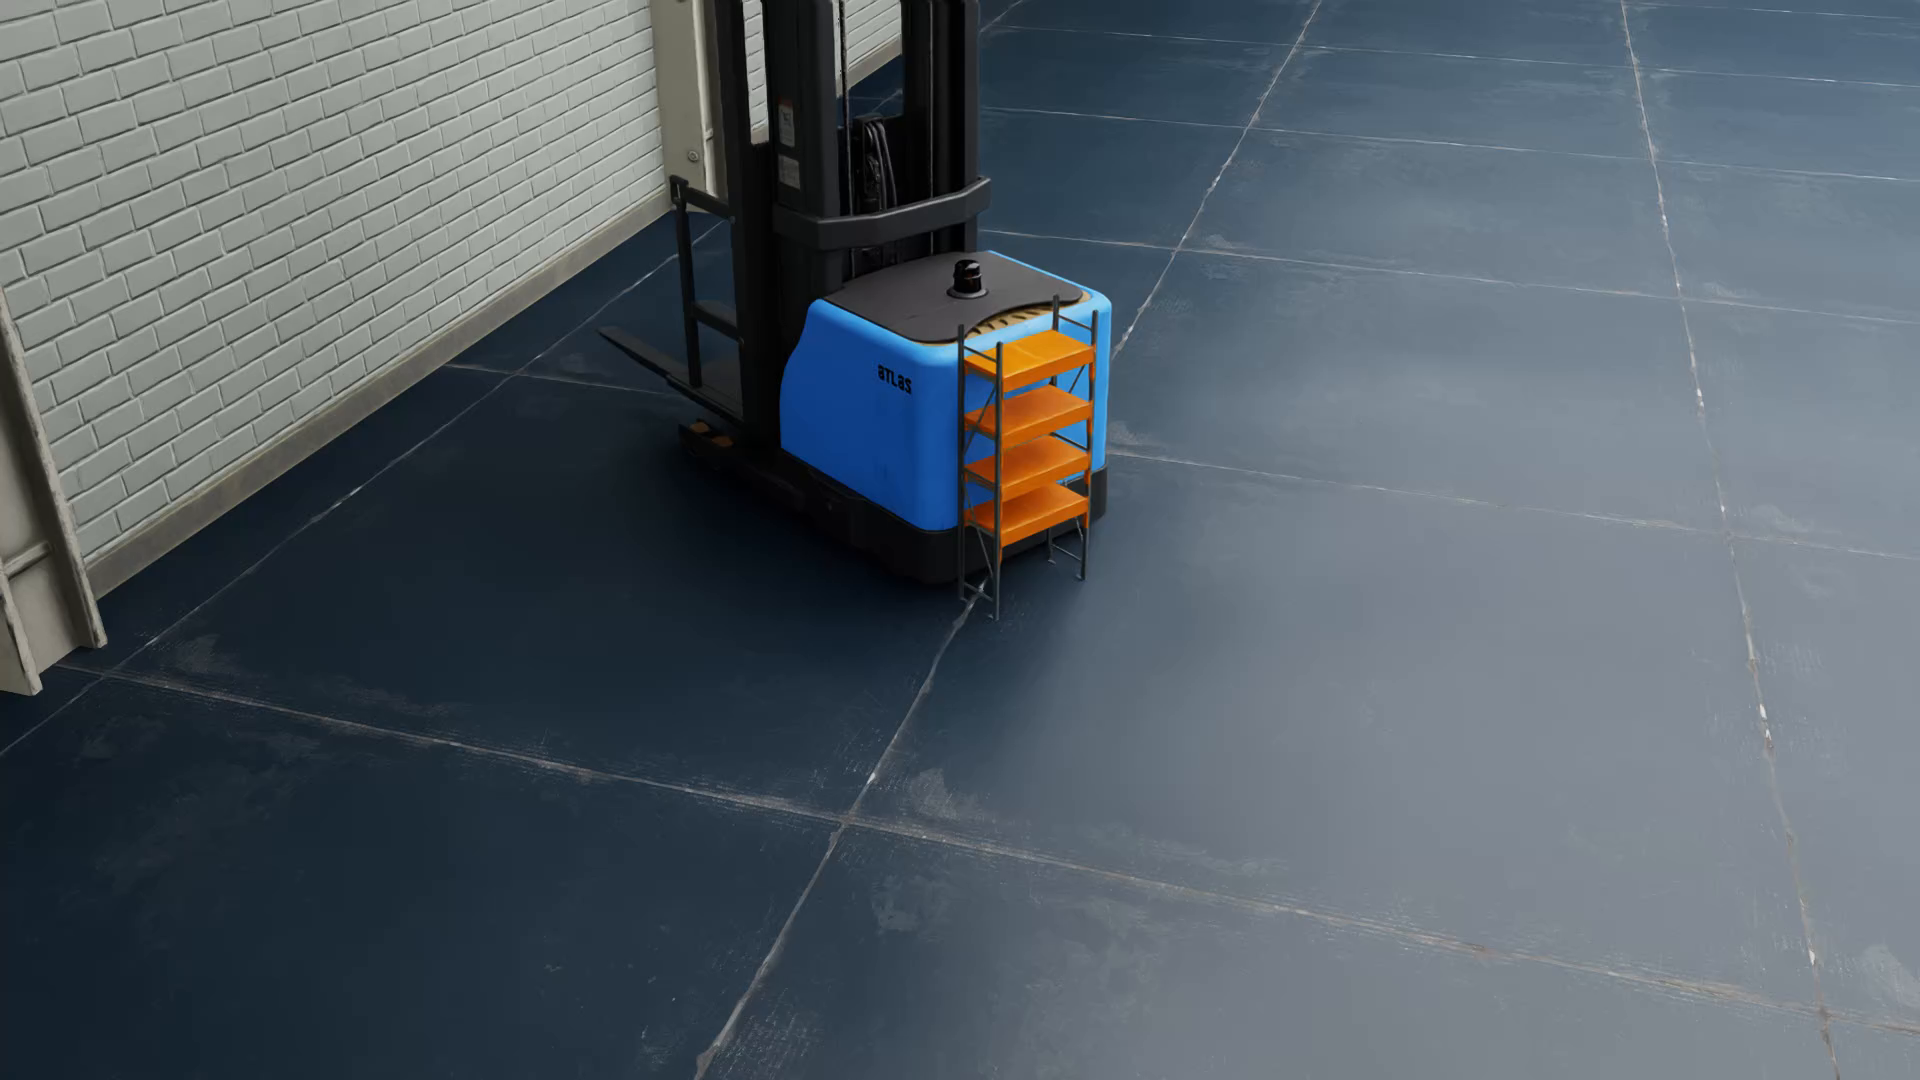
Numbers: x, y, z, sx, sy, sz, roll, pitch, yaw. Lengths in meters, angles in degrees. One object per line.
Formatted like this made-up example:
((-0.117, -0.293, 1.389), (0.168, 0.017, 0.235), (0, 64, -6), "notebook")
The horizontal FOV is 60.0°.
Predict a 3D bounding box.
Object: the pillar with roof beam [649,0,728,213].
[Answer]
((2.328, -5.638, 8.128), (9.100, 9.000, 0.400), (8, 30, 15), "pillar with roof beam")

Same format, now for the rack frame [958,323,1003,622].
((0.074, -0.242, 6.451), (0.015, 1.200, 0.240), (-22, 36, -34), "rack frame")

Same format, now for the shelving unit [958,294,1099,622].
((0.261, -0.319, 6.588), (0.503, 1.200, 0.258), (-22, 36, -34), "shelving unit")

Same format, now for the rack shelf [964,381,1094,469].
((0.261, -0.455, 6.512), (0.480, 0.148, 0.258), (-22, 36, -34), "rack shelf")

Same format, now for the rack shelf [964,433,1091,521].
((0.261, -0.260, 6.621), (0.480, 0.148, 0.258), (-22, 36, -34), "rack shelf")

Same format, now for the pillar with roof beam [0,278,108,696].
((0.567, -2.850, 3.116), (9.100, 9.000, 0.400), (8, 30, 15), "pillar with roof beam")

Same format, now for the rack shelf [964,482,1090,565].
((0.261, -0.086, 6.718), (0.480, 0.148, 0.258), (-22, 36, -34), "rack shelf")

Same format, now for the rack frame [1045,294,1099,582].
((0.448, -0.395, 6.726), (0.015, 1.200, 0.240), (-22, 36, -34), "rack frame")

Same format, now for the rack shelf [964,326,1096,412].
((0.261, -0.662, 6.397), (0.480, 0.148, 0.258), (-22, 36, -34), "rack shelf")

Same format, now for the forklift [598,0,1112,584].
((-0.688, -1.743, 7.369), (1.130, 2.935, 3.031), (-22, 36, -34), "forklift")
